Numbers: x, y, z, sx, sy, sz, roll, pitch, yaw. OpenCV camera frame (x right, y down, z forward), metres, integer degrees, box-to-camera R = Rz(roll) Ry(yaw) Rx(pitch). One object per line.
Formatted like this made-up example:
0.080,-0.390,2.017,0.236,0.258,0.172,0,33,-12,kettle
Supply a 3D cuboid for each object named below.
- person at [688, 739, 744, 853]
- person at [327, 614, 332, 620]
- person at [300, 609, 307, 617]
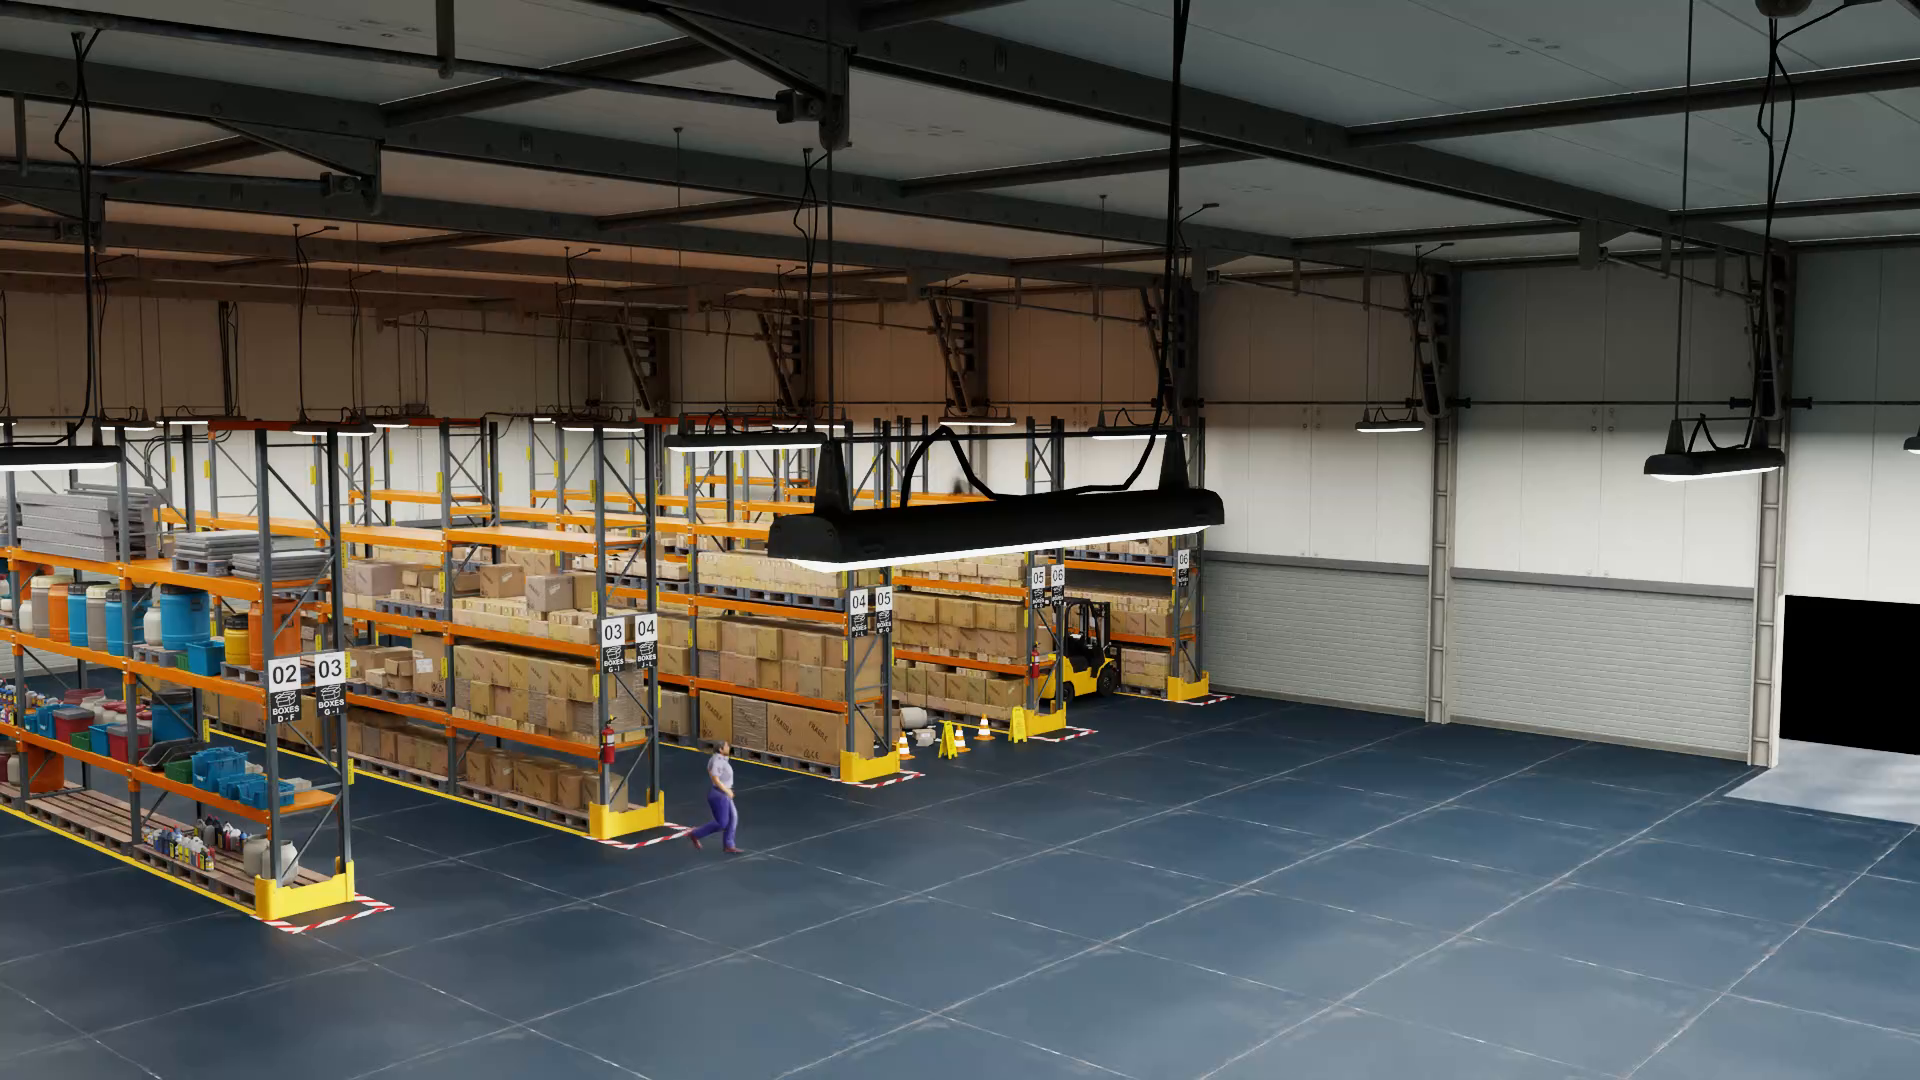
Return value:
-3.422,3.608,23.275,0.772,1.631,0.625,-1,5,-8,person
-13.799,2.451,36.388,0.594,1.702,0.768,4,6,43,person
-14.835,2.375,37.533,0.587,1.662,0.917,-1,5,-13,person
